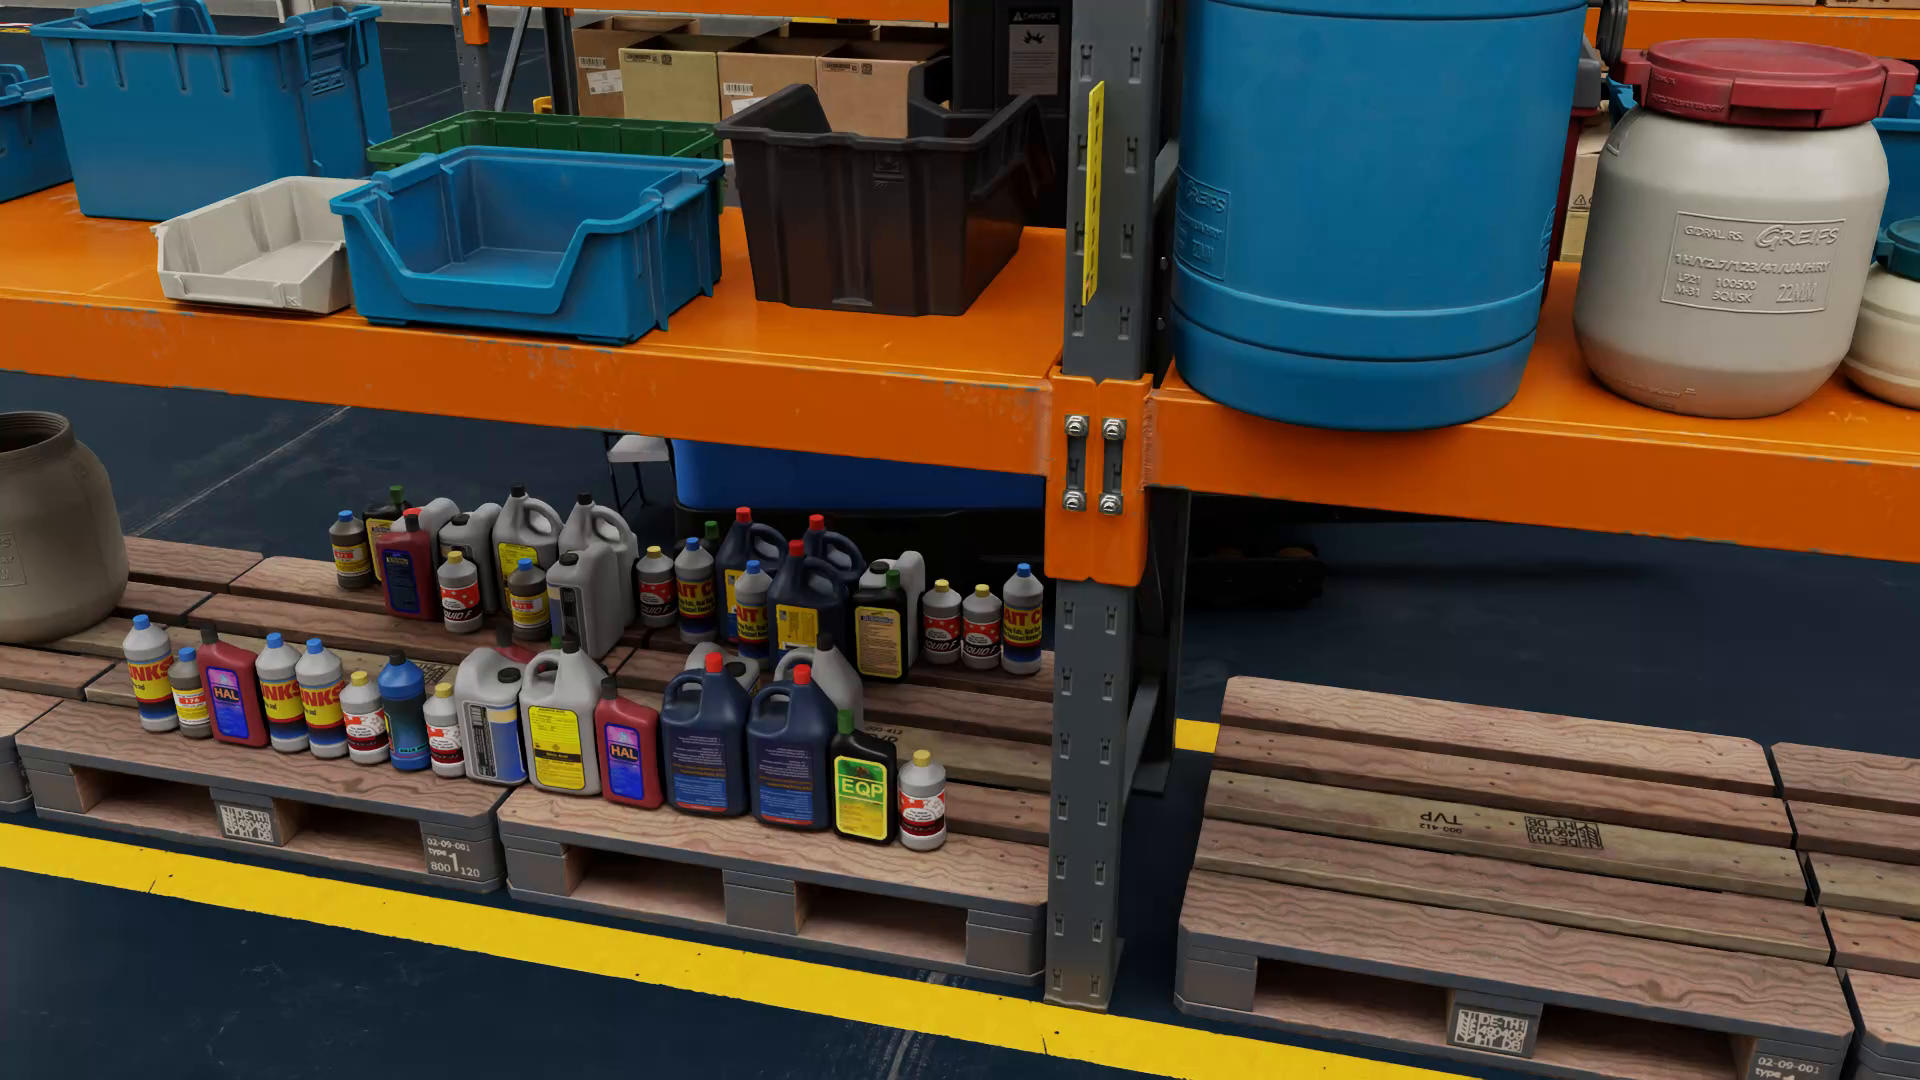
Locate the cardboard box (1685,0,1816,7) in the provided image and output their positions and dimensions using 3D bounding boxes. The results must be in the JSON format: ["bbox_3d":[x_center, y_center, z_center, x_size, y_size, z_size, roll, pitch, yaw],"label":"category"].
[{"bbox_3d":[3.324,-2.540,6.979,0.500,0.500,0.500,6,26,13],"label":"cardboard box"}]

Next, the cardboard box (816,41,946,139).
[{"bbox_3d":[-0.369,-2.097,8.002,0.500,0.500,0.500,6,26,13],"label":"cardboard box"}]

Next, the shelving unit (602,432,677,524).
[{"bbox_3d":[-1.004,-0.488,5.211,0.210,0.900,0.258,-1,25,9],"label":"shelving unit"}]

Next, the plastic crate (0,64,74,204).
[{"bbox_3d":[-2.335,-0.992,4.017,0.408,0.251,0.499,6,26,13],"label":"plastic crate"}]

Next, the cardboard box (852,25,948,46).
[{"bbox_3d":[-0.235,-2.320,8.471,0.500,0.500,0.500,6,26,13],"label":"cardboard box"}]

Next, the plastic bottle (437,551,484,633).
[{"bbox_3d":[-1.275,0.126,4.239,0.097,0.201,0.097,0,25,0],"label":"plastic bottle"}]

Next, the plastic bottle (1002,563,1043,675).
[{"bbox_3d":[0.153,0.185,4.034,0.097,0.271,0.097,0,25,0],"label":"plastic bottle"}]

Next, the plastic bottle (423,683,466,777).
[{"bbox_3d":[-1.120,0.409,3.646,0.097,0.201,0.097,0,25,0],"label":"plastic bottle"}]

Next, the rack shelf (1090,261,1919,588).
[{"bbox_3d":[2.289,-0.093,2.792,4.000,0.370,1.077,6,26,13],"label":"rack shelf"}]

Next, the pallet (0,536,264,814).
[{"bbox_3d":[-2.651,0.277,4.423,1.213,0.211,1.003,6,26,13],"label":"pallet"}]

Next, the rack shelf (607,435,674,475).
[{"bbox_3d":[-0.985,-0.295,5.300,0.200,0.077,0.258,-1,25,9],"label":"rack shelf"}]

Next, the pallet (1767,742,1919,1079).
[{"bbox_3d":[2.308,0.825,3.272,1.213,0.211,1.003,6,26,13],"label":"pallet"}]

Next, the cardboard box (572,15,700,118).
[{"bbox_3d":[-1.691,-2.475,8.797,0.500,0.500,0.500,6,26,13],"label":"cardboard box"}]

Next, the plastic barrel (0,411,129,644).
[{"bbox_3d":[-2.380,-0.034,4.238,0.421,0.512,0.421,0,25,0],"label":"plastic barrel"}]

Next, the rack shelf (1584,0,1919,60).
[{"bbox_3d":[3.526,-2.155,7.123,4.000,0.370,1.077,6,26,13],"label":"rack shelf"}]

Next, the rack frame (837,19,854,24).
[{"bbox_3d":[-1.055,-5.184,12.650,0.127,3.000,1.000,6,26,13],"label":"rack frame"}]

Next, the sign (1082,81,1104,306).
[{"bbox_3d":[0.204,-0.529,2.549,0.005,0.325,0.100,6,26,13],"label":"sign"}]

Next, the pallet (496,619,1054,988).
[{"bbox_3d":[-0.288,0.538,3.874,1.213,0.211,1.003,6,26,13],"label":"pallet"}]

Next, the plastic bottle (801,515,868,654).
[{"bbox_3d":[-0.326,0.106,4.107,0.185,0.351,0.144,7,26,14],"label":"plastic bottle"}]

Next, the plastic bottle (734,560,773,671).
[{"bbox_3d":[-0.497,0.177,4.051,0.097,0.271,0.097,0,25,0],"label":"plastic bottle"}]

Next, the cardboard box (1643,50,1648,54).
[{"bbox_3d":[5.025,-3.598,11.715,0.500,0.500,0.700,6,26,13],"label":"cardboard box"}]

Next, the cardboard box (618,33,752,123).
[{"bbox_3d":[-1.336,-2.206,8.231,0.500,0.500,0.500,6,26,13],"label":"cardboard box"}]

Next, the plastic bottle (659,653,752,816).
[{"bbox_3d":[-0.529,0.396,3.498,0.185,0.351,0.144,5,26,10],"label":"plastic bottle"}]

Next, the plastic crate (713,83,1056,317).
[{"bbox_3d":[-0.123,-0.713,3.330,0.504,0.338,0.767,6,26,13],"label":"plastic crate"}]

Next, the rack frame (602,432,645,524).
[{"bbox_3d":[-1.104,-0.486,5.226,0.006,0.900,0.240,-1,25,9],"label":"rack frame"}]

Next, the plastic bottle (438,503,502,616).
[{"bbox_3d":[-1.262,0.038,4.336,0.135,0.276,0.152,6,26,12],"label":"plastic bottle"}]

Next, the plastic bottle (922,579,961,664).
[{"bbox_3d":[-0.044,0.195,4.095,0.097,0.201,0.097,0,25,0],"label":"plastic bottle"}]

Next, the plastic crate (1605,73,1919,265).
[{"bbox_3d":[1.498,-0.636,3.115,0.575,0.384,0.392,6,26,13],"label":"plastic crate"}]

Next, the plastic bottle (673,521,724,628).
[{"bbox_3d":[-0.659,0.082,4.237,0.133,0.283,0.061,7,26,15],"label":"plastic bottle"}]

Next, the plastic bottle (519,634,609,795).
[{"bbox_3d":[-0.842,0.362,3.571,0.185,0.351,0.144,6,26,13],"label":"plastic bottle"}]

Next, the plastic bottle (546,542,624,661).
[{"bbox_3d":[-0.933,0.139,4.126,0.135,0.276,0.152,6,26,13],"label":"plastic bottle"}]

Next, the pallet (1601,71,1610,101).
[{"bbox_3d":[4.759,-3.285,11.904,1.213,0.211,1.003,6,26,13],"label":"pallet"}]

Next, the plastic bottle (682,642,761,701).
[{"bbox_3d":[-0.517,0.365,3.650,0.135,0.276,0.152,6,26,13],"label":"plastic bottle"}]

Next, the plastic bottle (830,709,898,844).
[{"bbox_3d":[-0.196,0.482,3.397,0.133,0.283,0.061,8,27,16],"label":"plastic bottle"}]

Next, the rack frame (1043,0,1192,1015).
[{"bbox_3d":[0.352,-0.632,3.088,0.127,3.000,1.000,6,26,13],"label":"rack frame"}]

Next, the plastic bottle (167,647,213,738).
[{"bbox_3d":[-1.743,0.340,3.790,0.097,0.201,0.097,0,25,0],"label":"plastic bottle"}]

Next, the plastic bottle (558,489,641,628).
[{"bbox_3d":[-0.921,0.041,4.245,0.185,0.351,0.144,6,26,13],"label":"plastic bottle"}]

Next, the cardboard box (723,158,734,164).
[{"bbox_3d":[-0.851,-1.814,8.281,0.500,0.250,0.500,6,26,13],"label":"cardboard box"}]

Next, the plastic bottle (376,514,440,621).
[{"bbox_3d":[-1.423,0.065,4.273,0.133,0.283,0.061,6,26,13],"label":"plastic bottle"}]

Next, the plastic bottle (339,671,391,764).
[{"bbox_3d":[-1.319,0.387,3.692,0.097,0.201,0.097,0,25,0],"label":"plastic bottle"}]

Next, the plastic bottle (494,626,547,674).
[{"bbox_3d":[-0.973,0.328,3.719,0.133,0.283,0.061,6,26,13],"label":"plastic bottle"}]

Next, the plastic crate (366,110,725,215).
[{"bbox_3d":[-0.892,-0.799,3.685,0.662,0.188,0.450,6,26,13],"label":"plastic crate"}]

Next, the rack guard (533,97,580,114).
[{"bbox_3d":[-2.308,-1.996,8.860,0.348,0.500,1.175,6,26,13],"label":"rack guard"}]

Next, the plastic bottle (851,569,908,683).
[{"bbox_3d":[-0.193,0.201,3.987,0.133,0.283,0.061,6,26,13],"label":"plastic bottle"}]

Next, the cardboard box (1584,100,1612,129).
[{"bbox_3d":[3.041,-1.863,7.732,0.500,0.311,0.500,6,26,13],"label":"cardboard box"}]

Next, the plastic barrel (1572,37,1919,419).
[{"bbox_3d":[1.224,-0.499,2.651,0.433,0.535,0.433,0,25,0],"label":"plastic barrel"}]

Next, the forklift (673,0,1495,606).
[{"bbox_3d":[0.681,-1.359,4.695,3.031,2.935,1.130,-1,25,-1],"label":"forklift"}]

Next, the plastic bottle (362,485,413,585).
[{"bbox_3d":[-1.516,-0.013,4.436,0.133,0.283,0.061,7,26,14],"label":"plastic bottle"}]

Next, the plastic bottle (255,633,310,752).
[{"bbox_3d":[-1.512,0.334,3.722,0.097,0.271,0.097,0,25,0],"label":"plastic bottle"}]

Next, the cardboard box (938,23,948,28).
[{"bbox_3d":[0.145,-3.997,12.771,0.500,0.311,0.500,9,27,17],"label":"cardboard box"}]
